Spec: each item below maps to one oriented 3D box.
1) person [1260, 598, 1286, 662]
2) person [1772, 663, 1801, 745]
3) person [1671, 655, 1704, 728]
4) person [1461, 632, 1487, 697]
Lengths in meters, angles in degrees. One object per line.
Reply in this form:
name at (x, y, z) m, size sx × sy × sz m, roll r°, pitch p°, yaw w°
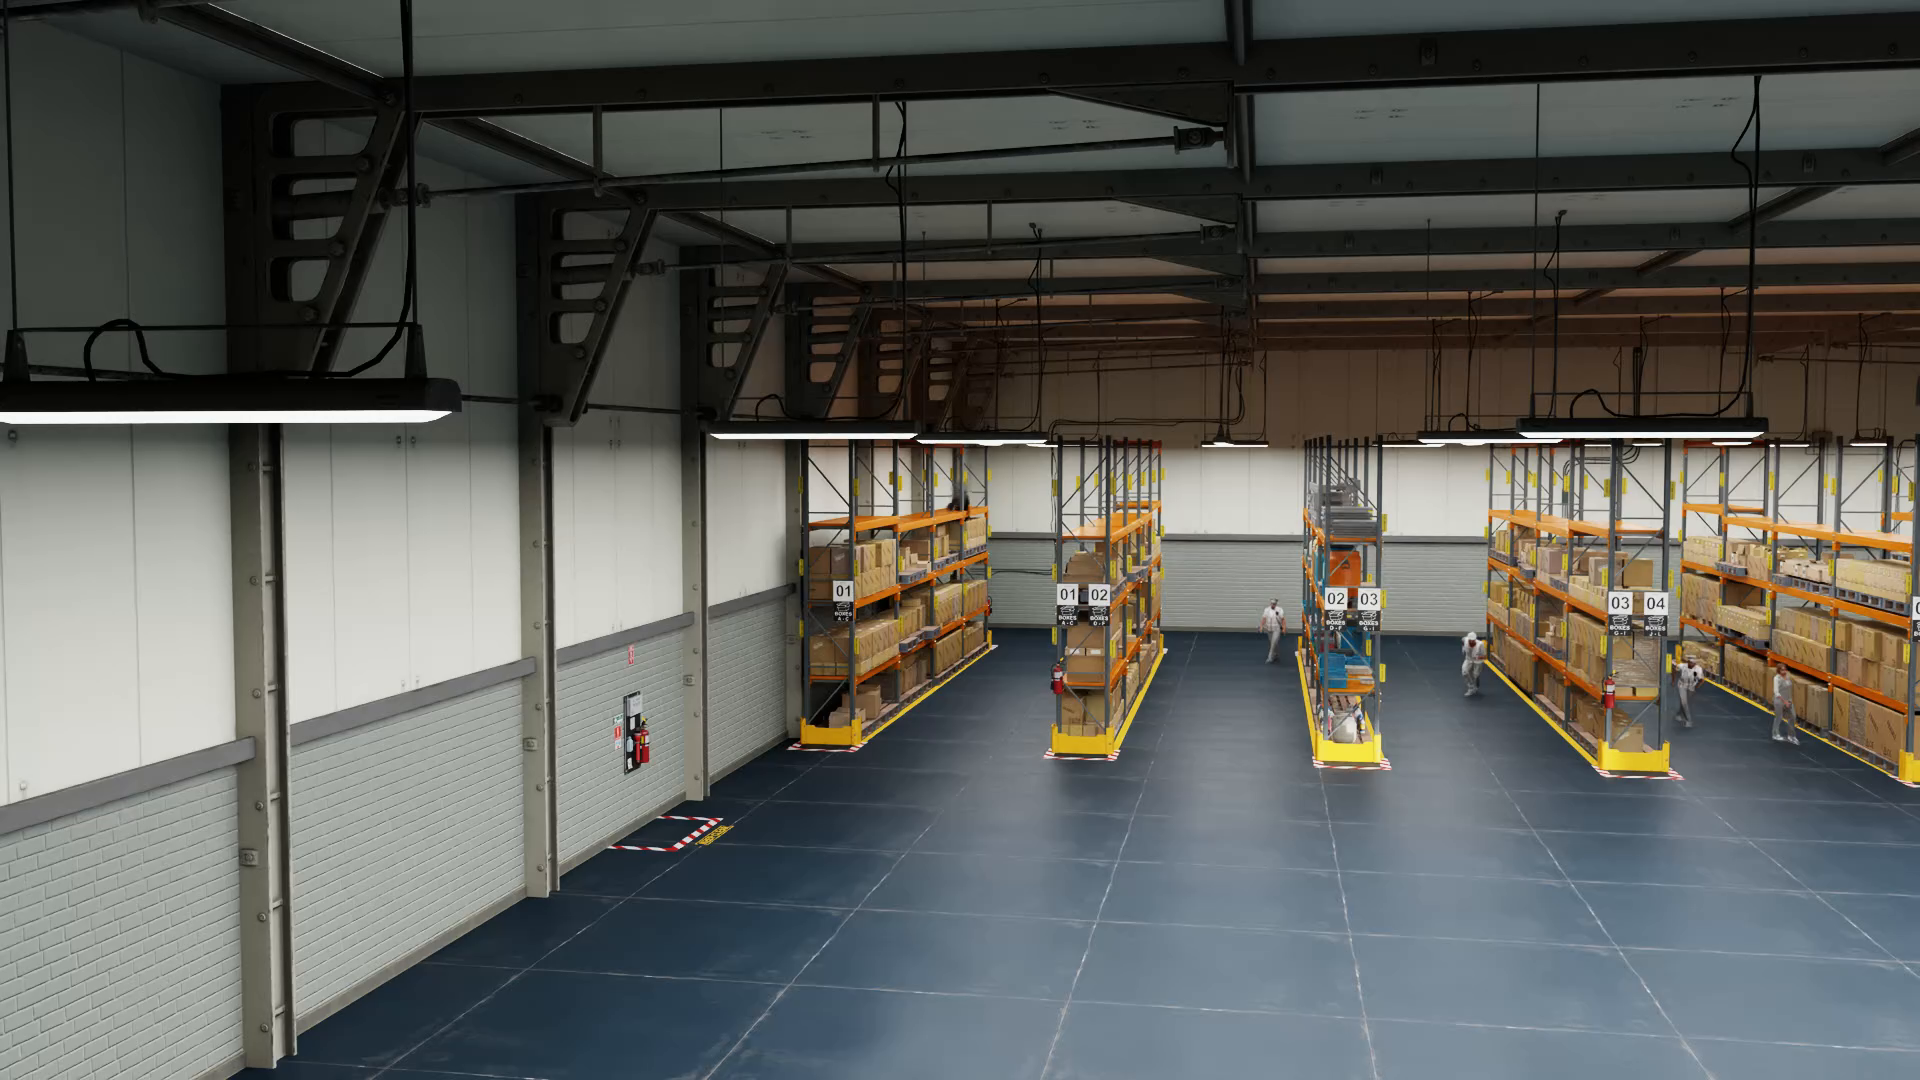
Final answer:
person at (8.445, 2.402, 44.839) m, size 0.654 × 1.705 × 0.959 m, roll 2°, pitch 4°, yaw 35°
person at (16.059, 3.185, 32.445) m, size 0.553 × 1.604 × 0.658 m, roll -1°, pitch 3°, yaw -13°
person at (15.085, 3.095, 34.528) m, size 0.587 × 1.500 × 1.025 m, roll 1°, pitch 3°, yaw 13°
person at (11.992, 2.876, 38.772) m, size 0.680 × 1.553 × 1.176 m, roll 2°, pitch 4°, yaw 30°
